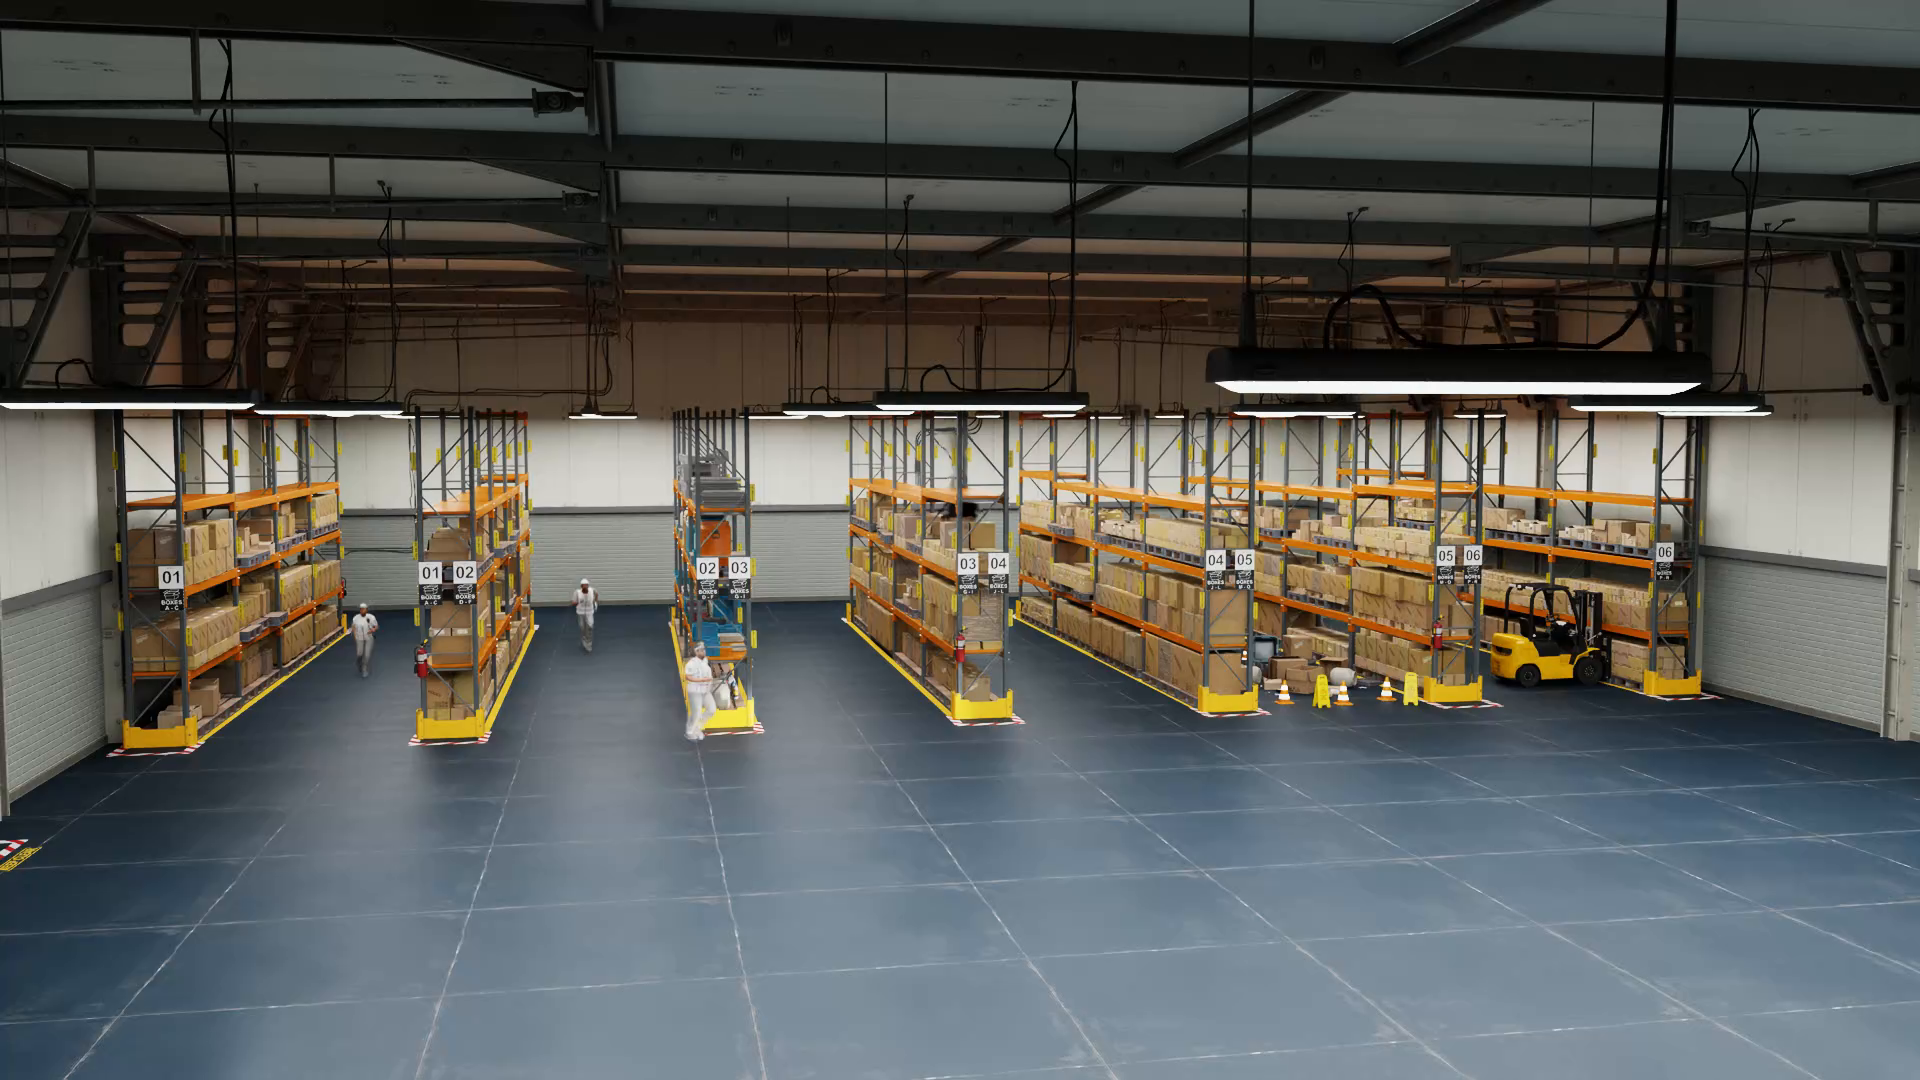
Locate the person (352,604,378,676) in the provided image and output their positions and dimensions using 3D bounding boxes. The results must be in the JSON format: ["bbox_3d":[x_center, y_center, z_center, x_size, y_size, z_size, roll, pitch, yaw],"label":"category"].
[{"bbox_3d":[-13.376,2.247,37.363,0.587,1.634,0.583,-1,4,-13],"label":"person"}]

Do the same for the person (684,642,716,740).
[{"bbox_3d":[-4.652,2.724,29.837,0.642,1.802,0.674,3,5,32],"label":"person"}]

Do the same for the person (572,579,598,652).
[{"bbox_3d":[-9.402,1.886,41.708,0.657,1.843,0.877,-1,4,-14],"label":"person"}]
